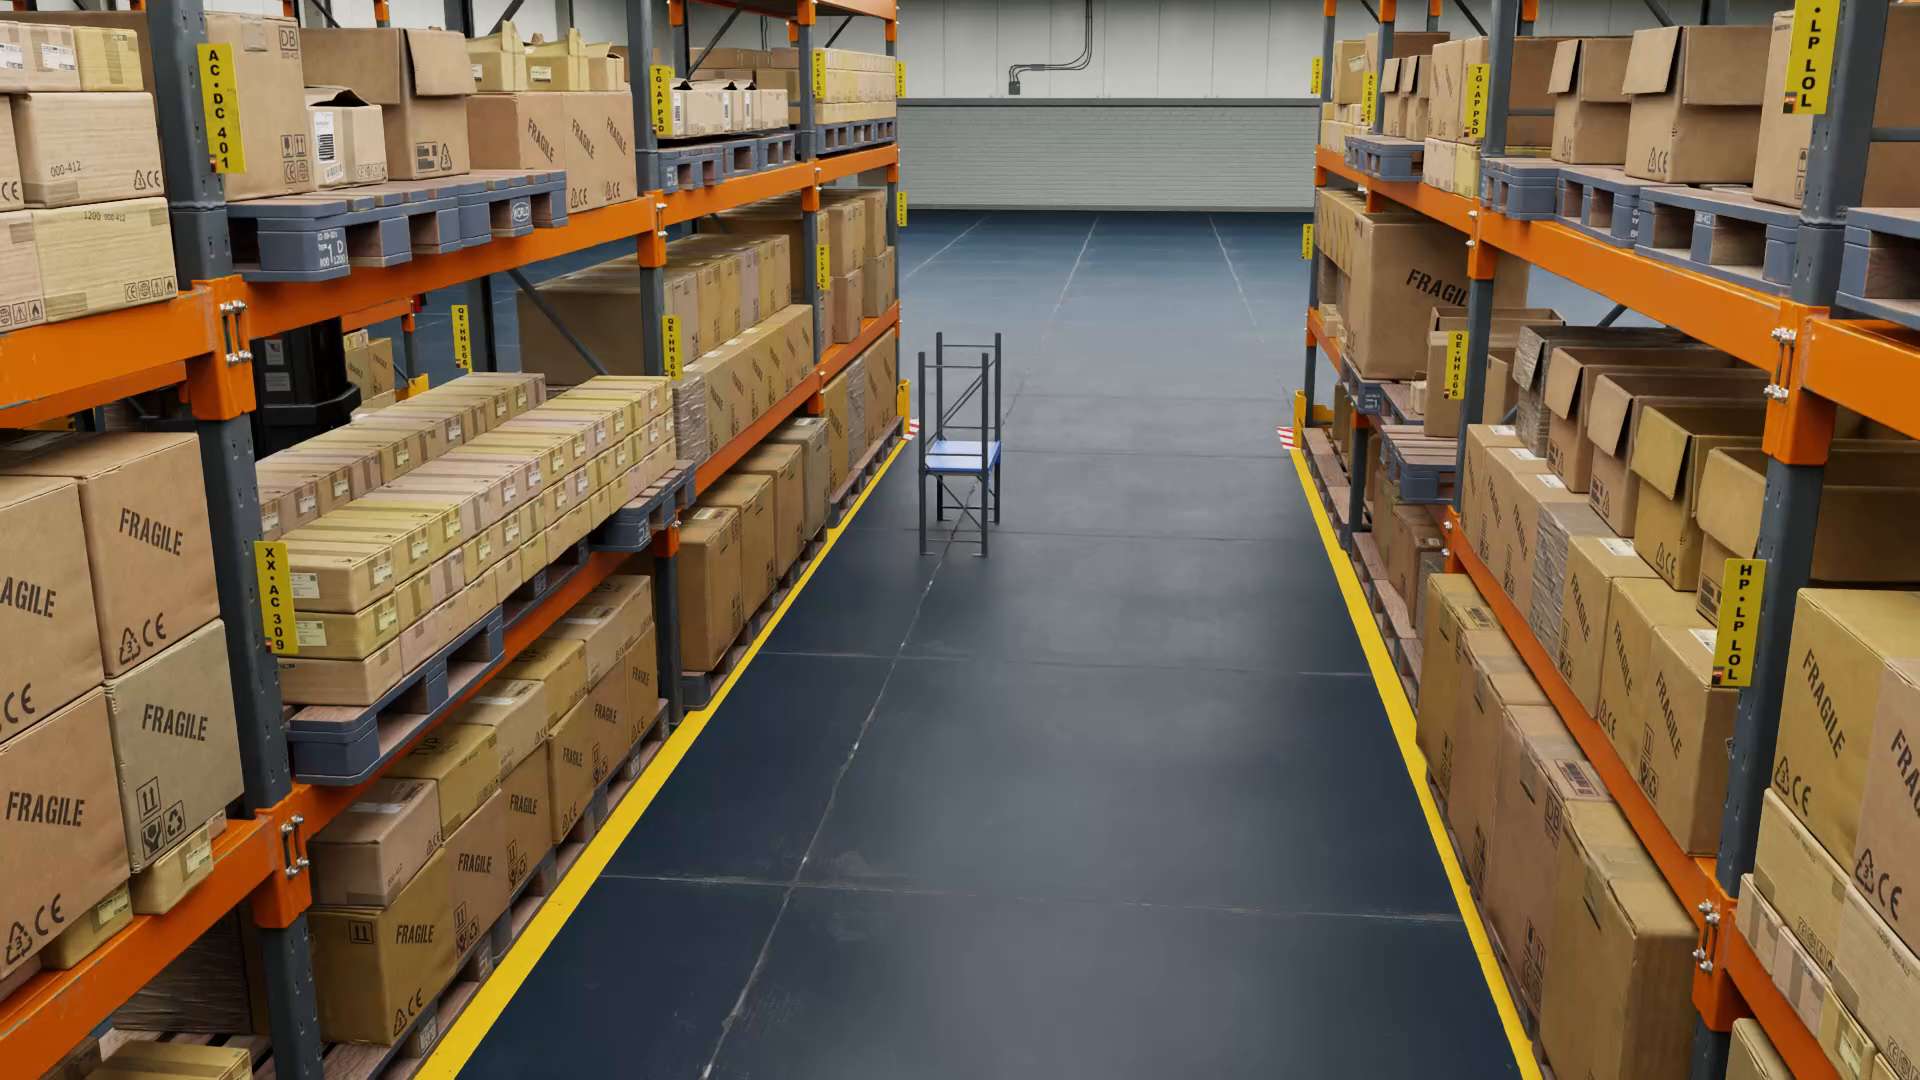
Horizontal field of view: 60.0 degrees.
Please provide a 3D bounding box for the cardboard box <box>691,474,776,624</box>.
[{"bbox_3d":[-1.753,0.030,10.310,1.050,0.750,0.750,2,15,7],"label":"cardboard box"}]

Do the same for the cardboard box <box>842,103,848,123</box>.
[{"bbox_3d":[-1.091,-3.368,13.108,0.380,0.149,0.250,1,15,5],"label":"cardboard box"}]

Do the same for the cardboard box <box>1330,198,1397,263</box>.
[{"bbox_3d":[3.312,-2.525,13.575,0.500,0.500,0.500,2,15,6],"label":"cardboard box"}]

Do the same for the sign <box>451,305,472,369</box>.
[{"bbox_3d":[-2.558,-1.046,8.564,0.100,0.325,0.005,2,15,6],"label":"sign"}]

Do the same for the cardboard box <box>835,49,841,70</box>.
[{"bbox_3d":[-1.120,-3.687,12.764,0.380,0.149,0.250,2,15,6],"label":"cardboard box"}]

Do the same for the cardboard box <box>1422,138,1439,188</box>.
[{"bbox_3d":[2.823,-2.064,9.090,0.500,0.250,0.500,2,15,8],"label":"cardboard box"}]

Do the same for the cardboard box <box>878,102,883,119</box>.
[{"bbox_3d":[-0.891,-3.830,14.818,0.380,0.149,0.250,2,15,7],"label":"cardboard box"}]

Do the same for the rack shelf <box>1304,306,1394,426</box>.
[{"bbox_3d":[3.588,-1.508,13.869,1.077,0.370,4.000,2,15,6],"label":"rack shelf"}]

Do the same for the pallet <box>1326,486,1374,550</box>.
[{"bbox_3d":[3.403,-0.165,12.869,1.003,0.211,1.213,2,15,6],"label":"pallet"}]

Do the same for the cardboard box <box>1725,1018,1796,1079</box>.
[{"bbox_3d":[2.305,1.730,3.782,0.875,0.875,0.875,2,15,6],"label":"cardboard box"}]

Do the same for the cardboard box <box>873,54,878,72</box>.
[{"bbox_3d":[-0.920,-4.148,14.467,0.380,0.149,0.250,2,15,6],"label":"cardboard box"}]

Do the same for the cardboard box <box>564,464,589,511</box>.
[{"bbox_3d":[-1.753,-0.220,6.836,0.380,0.149,0.250,2,15,8],"label":"cardboard box"}]

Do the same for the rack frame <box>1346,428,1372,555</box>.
[{"bbox_3d":[3.362,-1.336,11.857,1.000,3.000,0.127,2,15,6],"label":"rack frame"}]

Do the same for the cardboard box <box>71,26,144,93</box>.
[{"bbox_3d":[-2.221,-1.154,4.002,0.380,0.149,0.250,1,15,4],"label":"cardboard box"}]

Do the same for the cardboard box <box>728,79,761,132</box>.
[{"bbox_3d":[-1.534,-2.703,10.341,0.500,0.311,0.500,1,15,4],"label":"cardboard box"}]

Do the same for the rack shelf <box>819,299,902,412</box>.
[{"bbox_3d":[-1.329,-1.680,14.507,1.077,0.370,4.000,2,15,6],"label":"rack shelf"}]

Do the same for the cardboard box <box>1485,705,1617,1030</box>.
[{"bbox_3d":[2.612,1.163,5.880,1.225,0.875,0.875,1,15,4],"label":"cardboard box"}]

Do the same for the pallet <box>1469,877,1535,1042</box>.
[{"bbox_3d":[2.607,1.565,6.470,1.003,0.211,1.213,2,15,6],"label":"pallet"}]

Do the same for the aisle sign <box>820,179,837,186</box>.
[{"bbox_3d":[-1.394,-3.828,16.092,0.394,0.787,0.004,2,15,6],"label":"aisle sign"}]

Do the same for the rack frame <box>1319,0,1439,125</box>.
[{"bbox_3d":[3.813,-5.270,14.911,1.000,3.000,0.127,2,15,6],"label":"rack frame"}]

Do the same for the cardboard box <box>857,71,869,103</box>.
[{"bbox_3d":[-1.053,-3.790,13.908,0.500,0.250,0.500,2,15,7],"label":"cardboard box"}]

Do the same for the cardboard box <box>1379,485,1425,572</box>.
[{"bbox_3d":[3.199,-0.060,11.084,0.700,0.500,0.500,2,15,6],"label":"cardboard box"}]

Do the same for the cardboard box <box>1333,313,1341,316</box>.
[{"bbox_3d":[3.410,-1.861,14.280,0.380,0.149,0.250,2,15,6],"label":"cardboard box"}]

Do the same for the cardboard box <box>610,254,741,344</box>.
[{"bbox_3d":[-1.777,-1.515,10.412,0.700,0.500,0.500,2,15,6],"label":"cardboard box"}]

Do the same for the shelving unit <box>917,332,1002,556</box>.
[{"bbox_3d":[0.010,-0.746,12.548,0.538,1.500,1.048,2,15,6],"label":"shelving unit"}]

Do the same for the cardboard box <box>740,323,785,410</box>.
[{"bbox_3d":[-1.462,-1.151,10.982,0.500,0.500,0.500,2,15,7],"label":"cardboard box"}]

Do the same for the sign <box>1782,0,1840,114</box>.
[{"bbox_3d":[1.919,-1.124,3.734,0.100,0.325,0.005,2,15,6],"label":"sign"}]

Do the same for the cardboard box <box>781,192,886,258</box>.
[{"bbox_3d":[-1.154,-2.899,15.281,0.875,0.550,0.550,2,15,6],"label":"cardboard box"}]

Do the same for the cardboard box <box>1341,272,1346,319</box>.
[{"bbox_3d":[3.619,-2.033,13.672,0.875,0.500,0.500,2,15,6],"label":"cardboard box"}]

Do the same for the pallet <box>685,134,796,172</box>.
[{"bbox_3d":[-1.609,-2.625,11.243,0.805,0.209,1.217,1,15,4],"label":"pallet"}]

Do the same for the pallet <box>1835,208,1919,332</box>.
[{"bbox_3d":[2.357,-0.455,3.020,1.003,0.211,1.213,2,15,6],"label":"pallet"}]

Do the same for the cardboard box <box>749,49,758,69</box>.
[{"bbox_3d":[-1.773,-3.706,12.832,0.380,0.149,0.250,2,15,6],"label":"cardboard box"}]

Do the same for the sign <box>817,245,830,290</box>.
[{"bbox_3d":[-1.015,-2.016,12.304,0.100,0.325,0.005,2,15,6],"label":"sign"}]

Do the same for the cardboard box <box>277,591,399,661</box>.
[{"bbox_3d":[-1.956,0.253,5.088,0.380,0.149,0.250,2,15,7],"label":"cardboard box"}]

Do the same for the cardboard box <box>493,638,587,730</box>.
[{"bbox_3d":[-1.942,0.619,7.175,0.500,0.250,0.500,2,15,8],"label":"cardboard box"}]

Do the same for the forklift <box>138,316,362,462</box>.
[{"bbox_3d":[-4.797,-1.002,10.754,3.031,2.935,1.130,-1,15,-5],"label":"forklift"}]

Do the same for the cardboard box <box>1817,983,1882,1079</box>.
[{"bbox_3d":[2.037,1.063,3.464,0.380,0.149,0.250,2,15,8],"label":"cardboard box"}]

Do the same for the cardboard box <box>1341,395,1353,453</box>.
[{"bbox_3d":[3.693,-1.052,14.791,0.500,0.500,0.500,6,16,21],"label":"cardboard box"}]

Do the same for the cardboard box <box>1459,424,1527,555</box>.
[{"bbox_3d":[2.585,-0.229,7.571,0.500,0.500,0.500,2,15,8],"label":"cardboard box"}]

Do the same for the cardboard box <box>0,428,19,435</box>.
[{"bbox_3d":[-2.751,0.002,4.232,0.500,0.500,0.500,2,15,8],"label":"cardboard box"}]

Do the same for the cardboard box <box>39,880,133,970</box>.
[{"bbox_3d":[-2.268,0.906,4.046,0.380,0.149,0.250,2,15,8],"label":"cardboard box"}]

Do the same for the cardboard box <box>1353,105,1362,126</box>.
[{"bbox_3d":[3.180,-3.204,12.540,0.380,0.149,0.250,1,15,5],"label":"cardboard box"}]

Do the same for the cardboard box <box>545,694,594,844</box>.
[{"bbox_3d":[-1.927,0.983,7.263,0.500,0.500,0.500,1,15,4],"label":"cardboard box"}]

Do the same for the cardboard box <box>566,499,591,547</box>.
[{"bbox_3d":[-1.755,-0.079,6.883,0.380,0.149,0.250,2,15,8],"label":"cardboard box"}]

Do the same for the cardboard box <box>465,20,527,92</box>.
[{"bbox_3d":[-1.918,-1.890,6.501,0.396,0.266,0.258,2,15,6],"label":"cardboard box"}]

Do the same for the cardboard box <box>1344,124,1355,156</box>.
[{"bbox_3d":[3.276,-3.105,12.940,0.500,0.250,0.500,2,15,6],"label":"cardboard box"}]

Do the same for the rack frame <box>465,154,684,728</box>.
[{"bbox_3d":[-2.006,-0.471,8.658,1.000,3.000,0.127,2,15,6],"label":"rack frame"}]

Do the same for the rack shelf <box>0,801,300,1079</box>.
[{"bbox_3d":[-2.683,1.432,2.997,1.077,0.370,4.000,2,15,6],"label":"rack shelf"}]

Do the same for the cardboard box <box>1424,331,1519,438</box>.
[{"bbox_3d":[2.895,-0.839,9.021,0.700,0.500,0.500,4,16,15],"label":"cardboard box"}]

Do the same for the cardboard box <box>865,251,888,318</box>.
[{"bbox_3d":[-1.141,-2.378,15.421,0.875,0.550,0.550,2,15,6],"label":"cardboard box"}]

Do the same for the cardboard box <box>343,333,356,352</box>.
[{"bbox_3d":[-5.871,-1.838,15.498,0.380,0.149,0.250,2,15,7],"label":"cardboard box"}]

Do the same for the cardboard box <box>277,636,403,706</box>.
[{"bbox_3d":[-1.956,0.396,5.127,0.380,0.149,0.250,1,15,4],"label":"cardboard box"}]

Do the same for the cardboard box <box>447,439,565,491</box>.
[{"bbox_3d":[-1.784,-0.296,6.549,0.380,0.149,0.250,2,15,8],"label":"cardboard box"}]

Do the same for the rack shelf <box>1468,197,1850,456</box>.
[{"bbox_3d":[2.685,-0.881,5.805,1.077,0.370,4.000,2,15,6],"label":"rack shelf"}]

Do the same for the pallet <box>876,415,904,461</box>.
[{"bbox_3d":[-1.116,-0.990,15.920,1.003,0.211,1.213,2,15,6],"label":"pallet"}]

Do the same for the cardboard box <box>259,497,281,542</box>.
[{"bbox_3d":[-2.546,-0.049,5.633,0.380,0.149,0.250,1,15,4],"label":"cardboard box"}]

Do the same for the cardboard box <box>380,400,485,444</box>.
[{"bbox_3d":[-2.341,-0.524,7.389,0.380,0.149,0.250,1,15,4],"label":"cardboard box"}]

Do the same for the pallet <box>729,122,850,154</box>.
[{"bbox_3d":[-1.452,-3.126,12.898,1.003,0.211,1.213,2,15,6],"label":"pallet"}]
